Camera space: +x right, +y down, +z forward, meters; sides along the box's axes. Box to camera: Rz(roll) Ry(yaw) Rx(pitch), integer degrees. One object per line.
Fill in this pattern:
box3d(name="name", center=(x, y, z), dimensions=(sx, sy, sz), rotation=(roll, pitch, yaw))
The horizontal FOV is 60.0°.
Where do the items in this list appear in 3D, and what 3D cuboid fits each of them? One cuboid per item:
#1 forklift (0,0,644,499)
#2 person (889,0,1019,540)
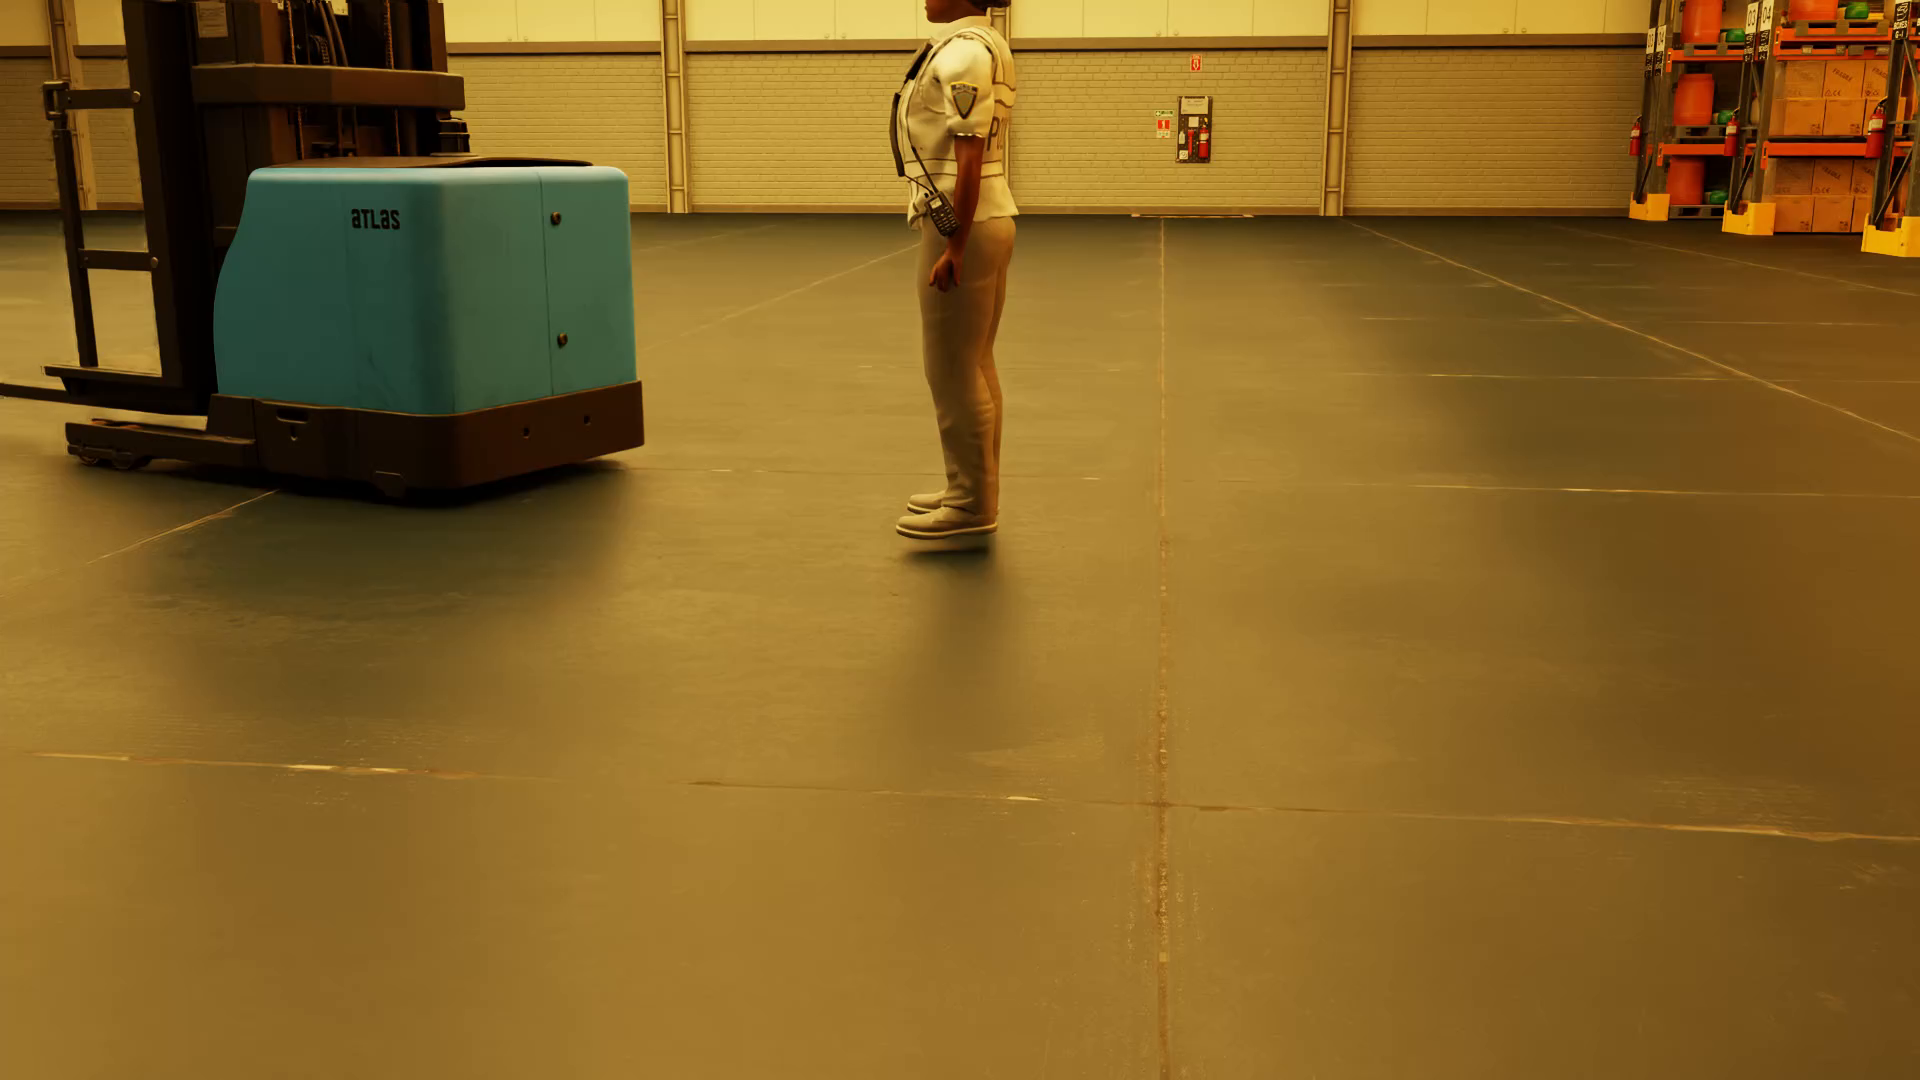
box3d(name="forklift", center=(-2.707, -1.779, 6.116), dimensions=(3.031, 2.935, 1.130), rotation=(7, 15, 28))
box3d(name="person", center=(-0.010, -0.862, 4.751), dimensions=(0.349, 1.694, 0.451), rotation=(2, 13, 7))
